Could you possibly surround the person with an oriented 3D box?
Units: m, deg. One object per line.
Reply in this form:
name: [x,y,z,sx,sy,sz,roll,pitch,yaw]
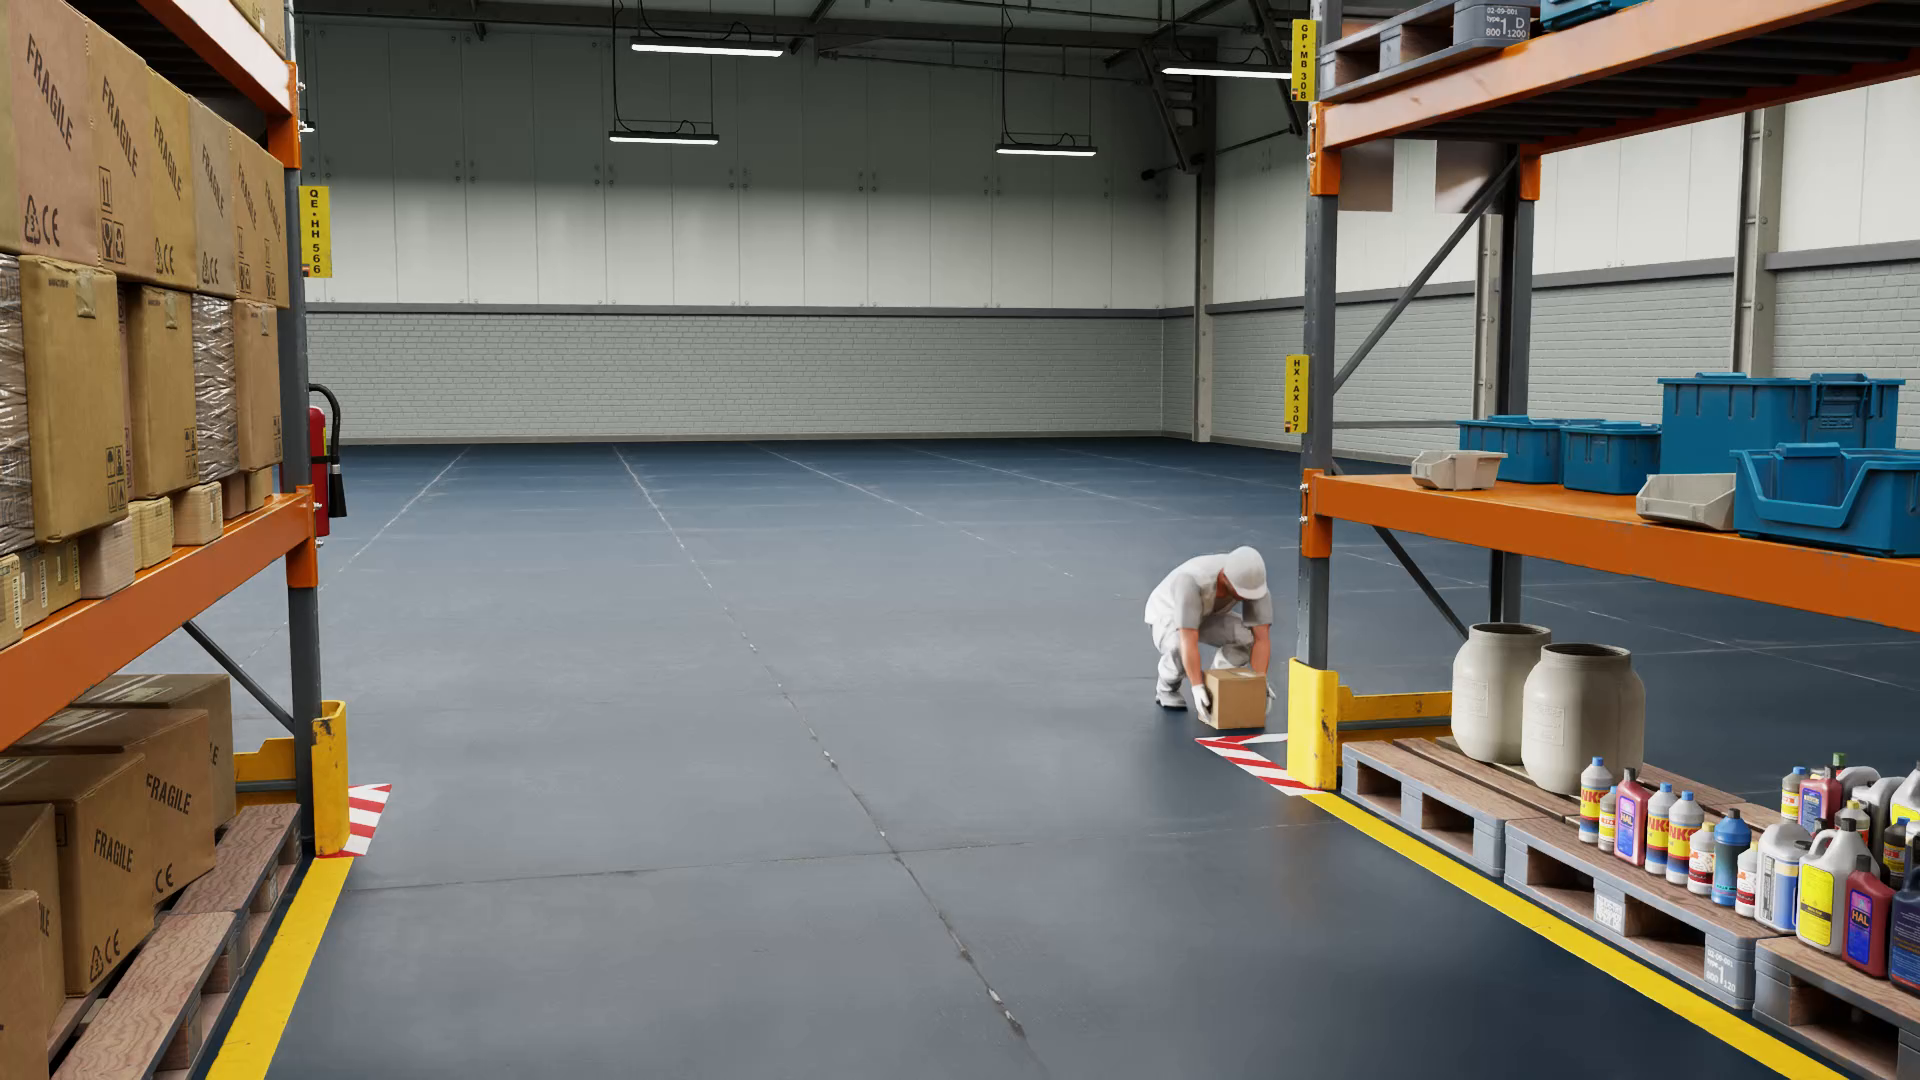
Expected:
person: [1.276,0.436,8.492,0.567,0.883,0.888,-1,6,-14]
